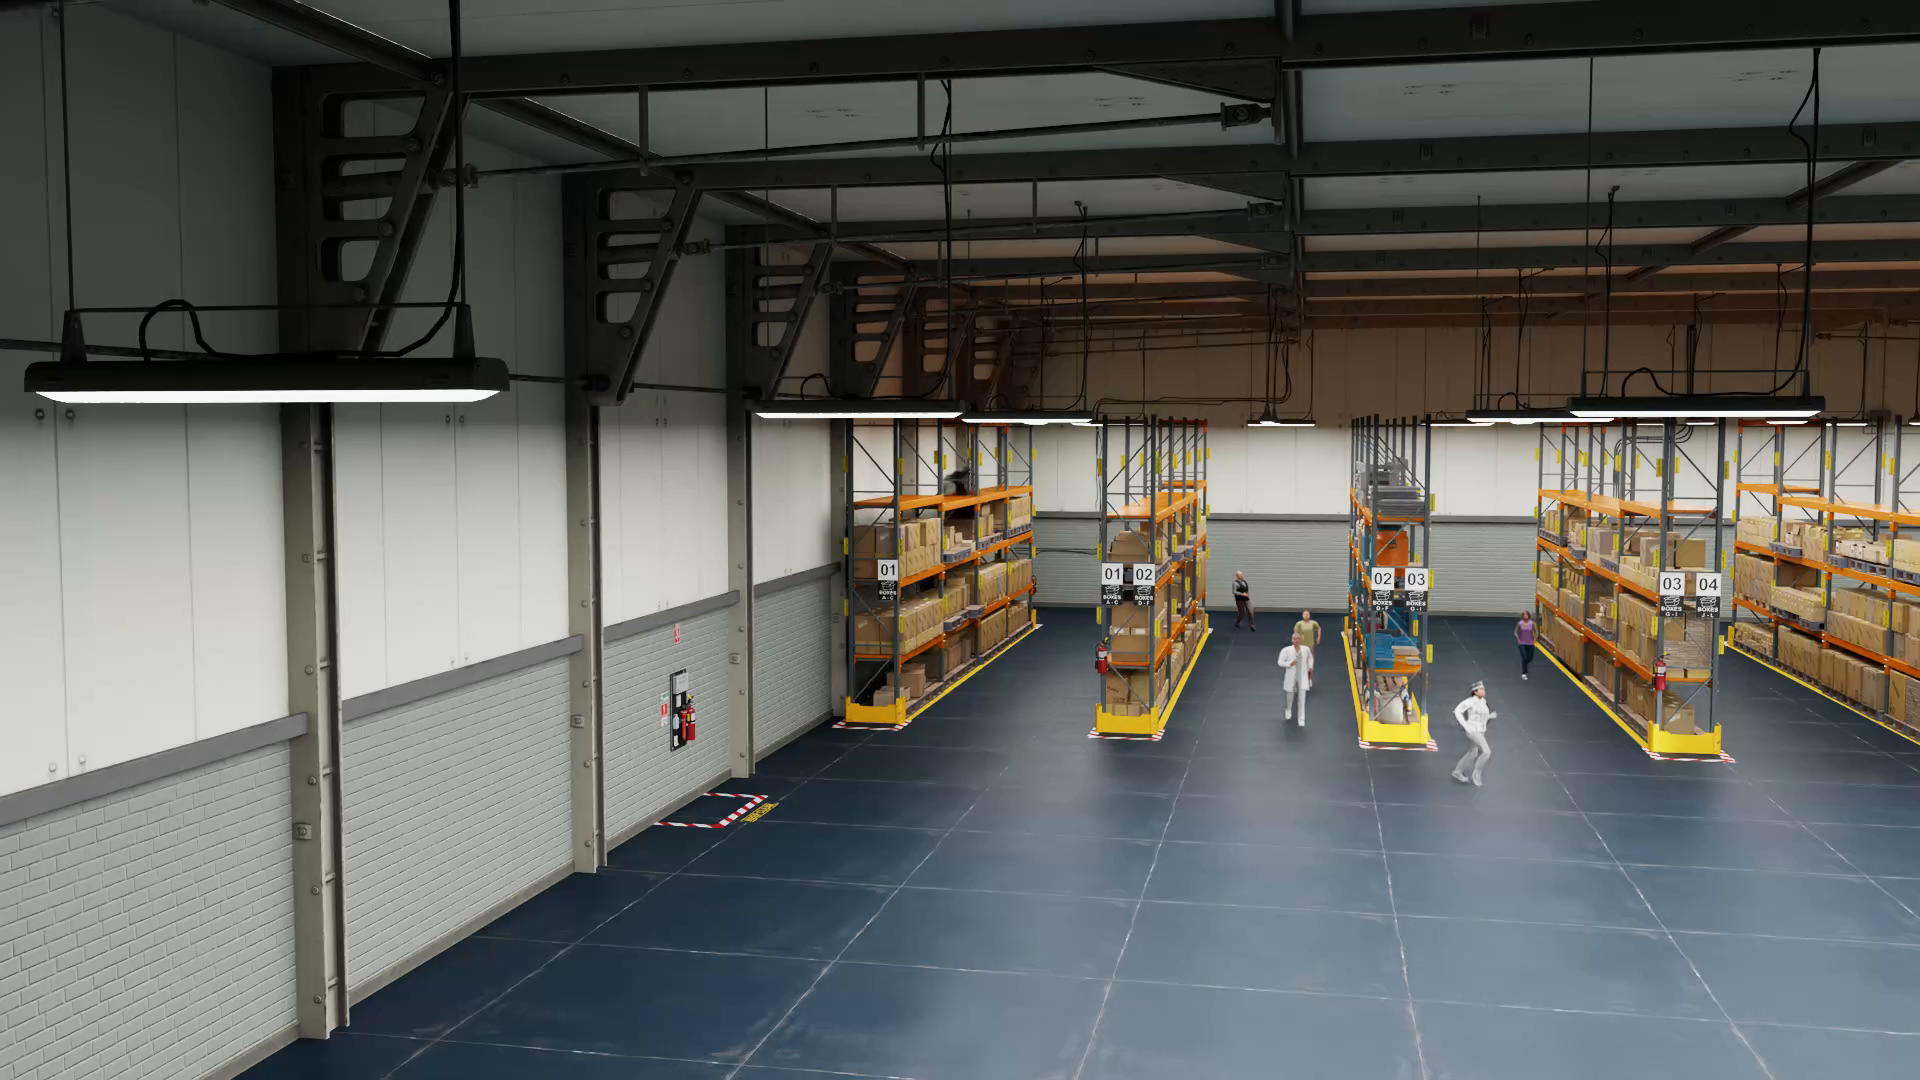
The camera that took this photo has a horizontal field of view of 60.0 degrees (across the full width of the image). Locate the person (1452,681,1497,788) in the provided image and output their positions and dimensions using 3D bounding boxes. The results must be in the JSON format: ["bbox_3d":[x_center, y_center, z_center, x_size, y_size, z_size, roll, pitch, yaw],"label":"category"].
[{"bbox_3d":[8.273,3.112,26.763,0.728,1.724,0.601,3,5,43],"label":"person"}]

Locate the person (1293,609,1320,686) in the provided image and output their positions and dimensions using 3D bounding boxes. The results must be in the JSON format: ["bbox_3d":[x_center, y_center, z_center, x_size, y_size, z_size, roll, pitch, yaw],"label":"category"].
[{"bbox_3d":[7.779,2.414,37.338,0.594,1.743,0.729,1,4,13],"label":"person"}]

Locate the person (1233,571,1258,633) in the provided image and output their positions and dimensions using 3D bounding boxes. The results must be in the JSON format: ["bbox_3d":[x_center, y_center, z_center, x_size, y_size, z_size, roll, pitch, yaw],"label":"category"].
[{"bbox_3d":[7.970,1.740,46.897,0.671,1.706,0.895,-2,4,-31],"label":"person"}]

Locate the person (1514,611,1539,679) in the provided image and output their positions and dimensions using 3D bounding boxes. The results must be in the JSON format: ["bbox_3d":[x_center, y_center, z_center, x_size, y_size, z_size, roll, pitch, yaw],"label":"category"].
[{"bbox_3d":[13.033,2.405,38.298,0.542,1.570,0.555,1,4,14],"label":"person"}]

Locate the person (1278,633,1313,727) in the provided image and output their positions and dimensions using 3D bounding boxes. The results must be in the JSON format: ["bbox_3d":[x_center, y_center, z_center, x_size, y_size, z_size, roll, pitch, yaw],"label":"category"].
[{"bbox_3d":[6.499,2.675,32.150,0.711,1.753,1.054,0,4,2],"label":"person"}]
